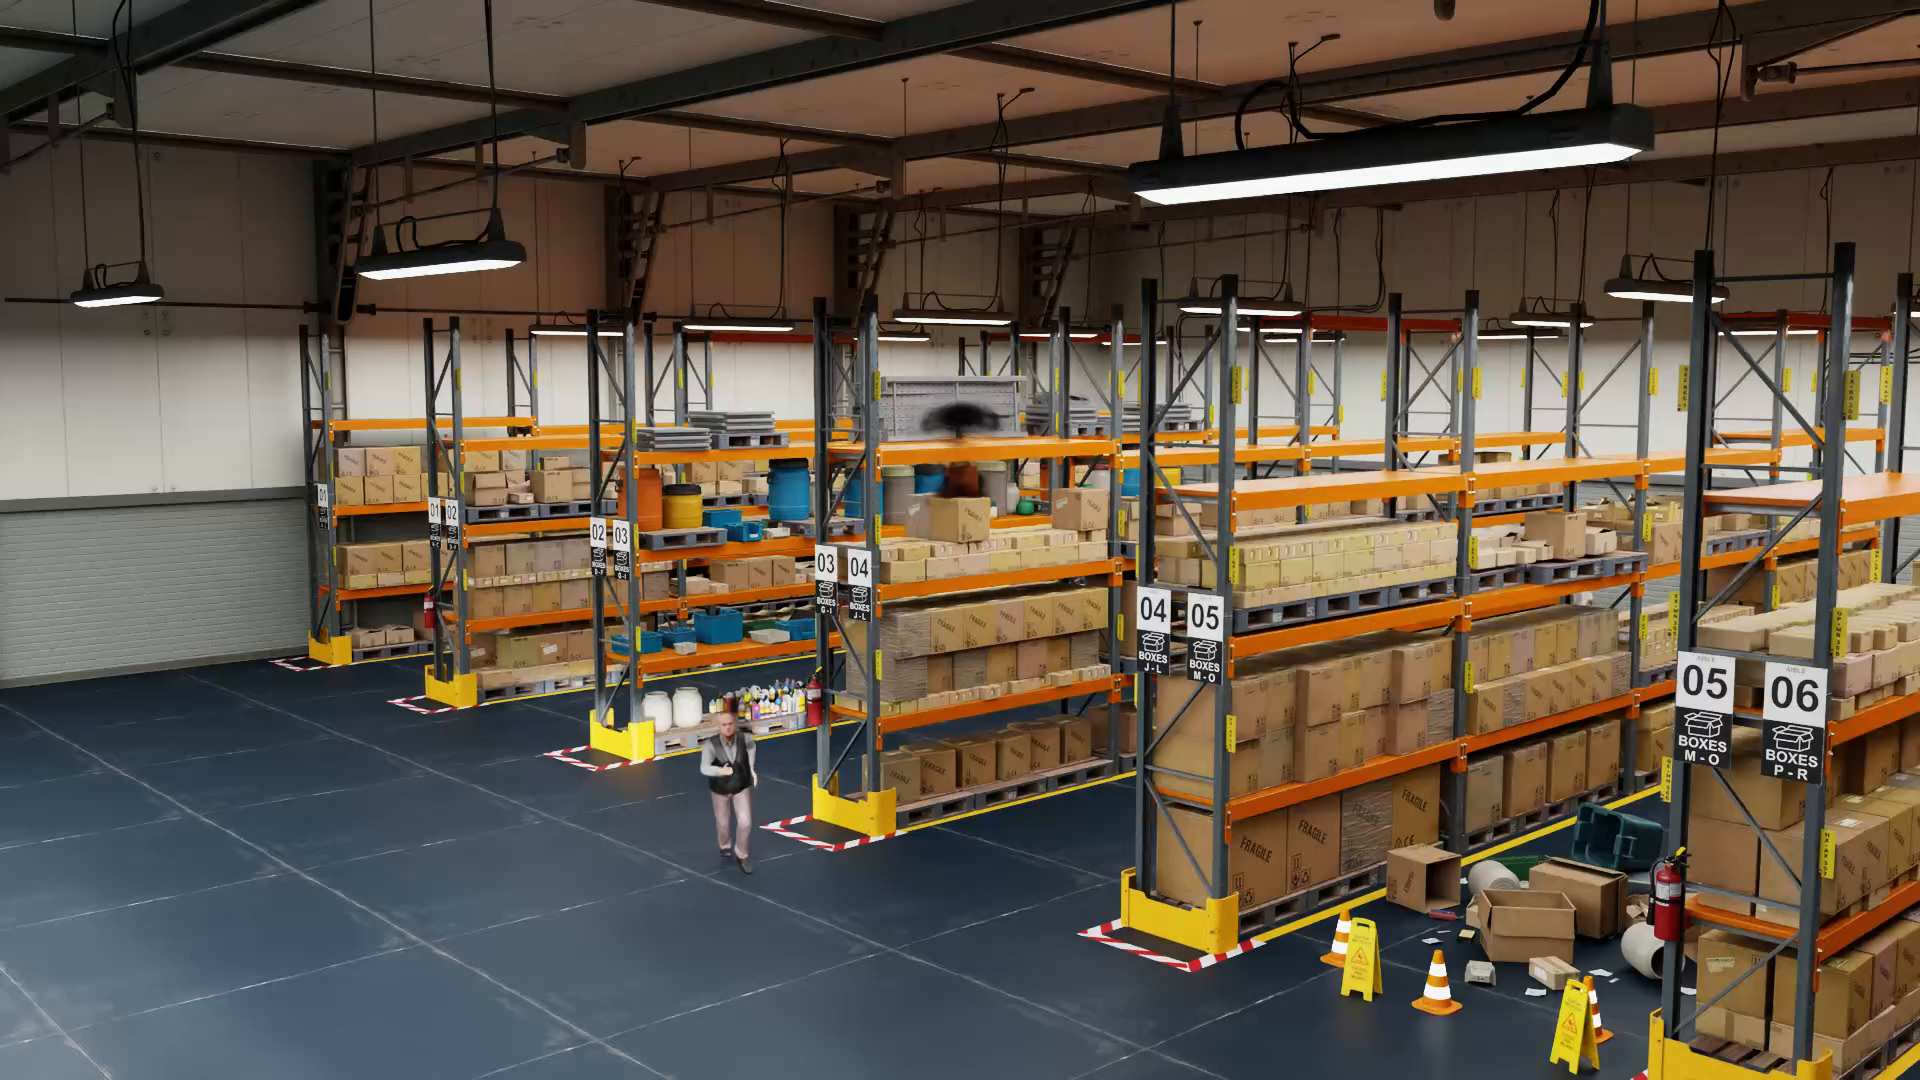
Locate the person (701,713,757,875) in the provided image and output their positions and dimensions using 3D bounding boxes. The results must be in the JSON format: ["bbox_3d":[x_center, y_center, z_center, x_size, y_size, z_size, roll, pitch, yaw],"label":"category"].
[{"bbox_3d":[-2.388,2.589,17.211,0.579,1.673,0.961,-1,6,-10],"label":"person"}]

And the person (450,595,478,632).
[{"bbox_3d":[-8.702,1.425,29.377,0.563,1.567,0.766,1,6,6],"label":"person"}]

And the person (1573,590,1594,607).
[{"bbox_3d":[11.385,1.174,30.837,0.722,1.771,0.926,0,6,-1],"label":"person"}]
